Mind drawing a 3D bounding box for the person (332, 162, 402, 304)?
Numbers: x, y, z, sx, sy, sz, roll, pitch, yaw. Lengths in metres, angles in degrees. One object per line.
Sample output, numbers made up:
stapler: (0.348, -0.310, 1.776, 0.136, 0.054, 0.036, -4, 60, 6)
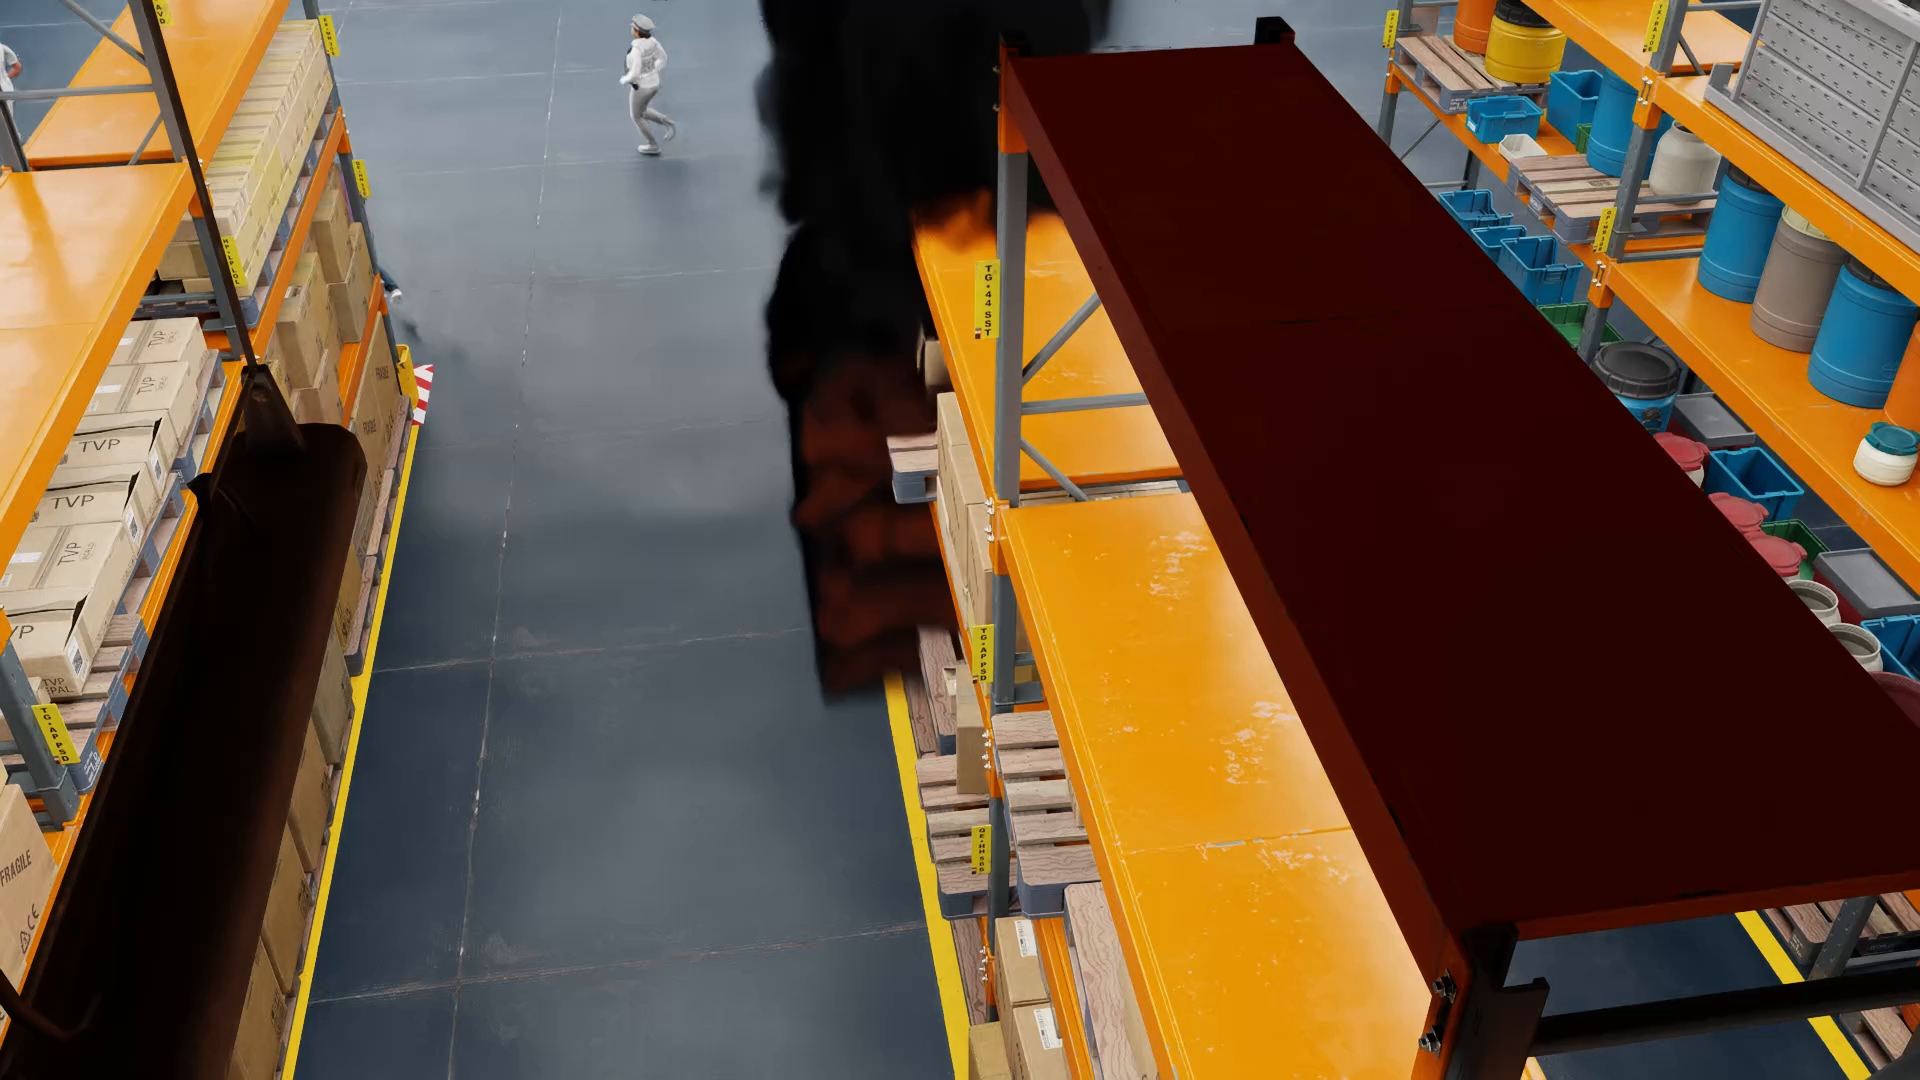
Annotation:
person: (-5.888, -2.946, 16.158, 0.952, 1.569, 0.578, 20, 41, 25)

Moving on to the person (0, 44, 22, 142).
person: (-10.935, -5.049, 18.901, 0.671, 1.724, 0.669, 21, 41, 26)

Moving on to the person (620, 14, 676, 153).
person: (-3.634, -5.260, 19.234, 0.544, 1.645, 0.631, 13, 38, 17)
